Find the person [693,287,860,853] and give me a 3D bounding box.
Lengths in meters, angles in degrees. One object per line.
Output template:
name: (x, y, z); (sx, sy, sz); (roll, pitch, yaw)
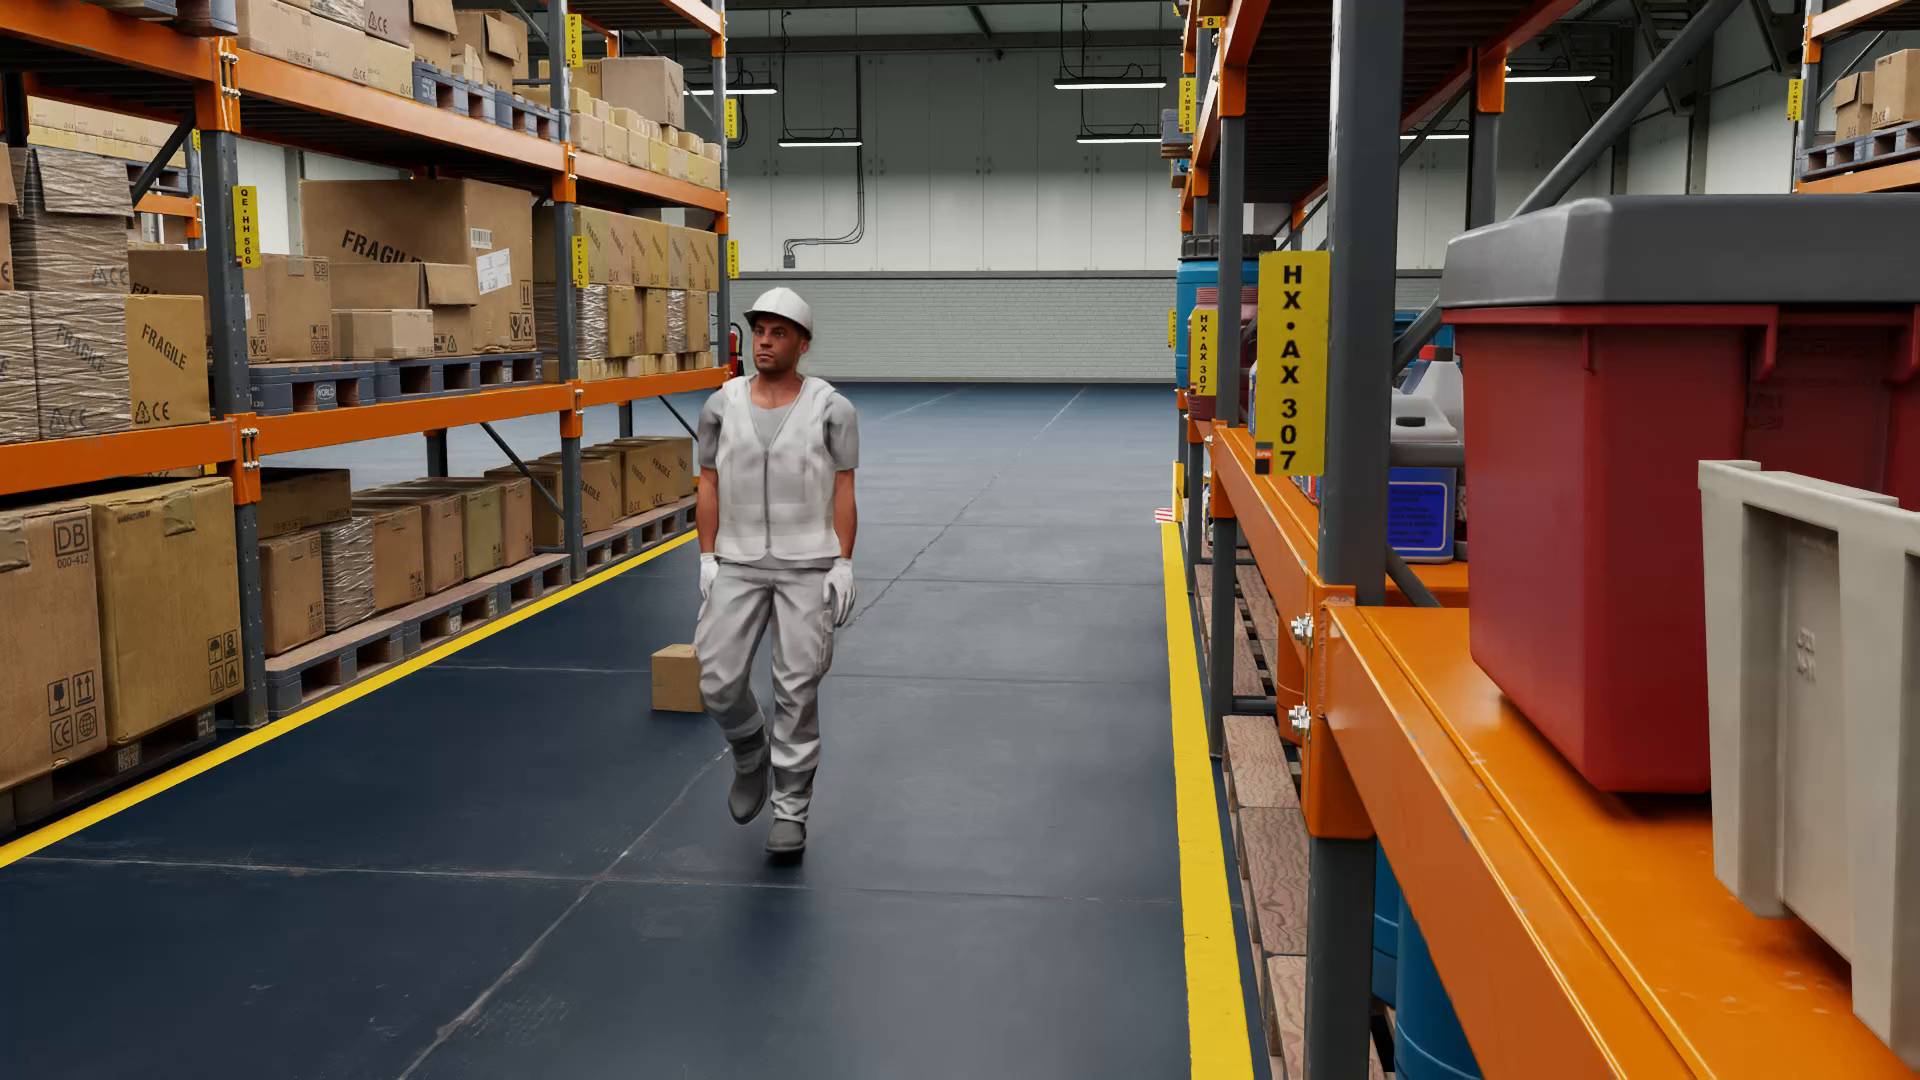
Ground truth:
person: (-0.587, 0.089, 5.328); (0.533, 1.781, 0.506); (0, 8, 4)
